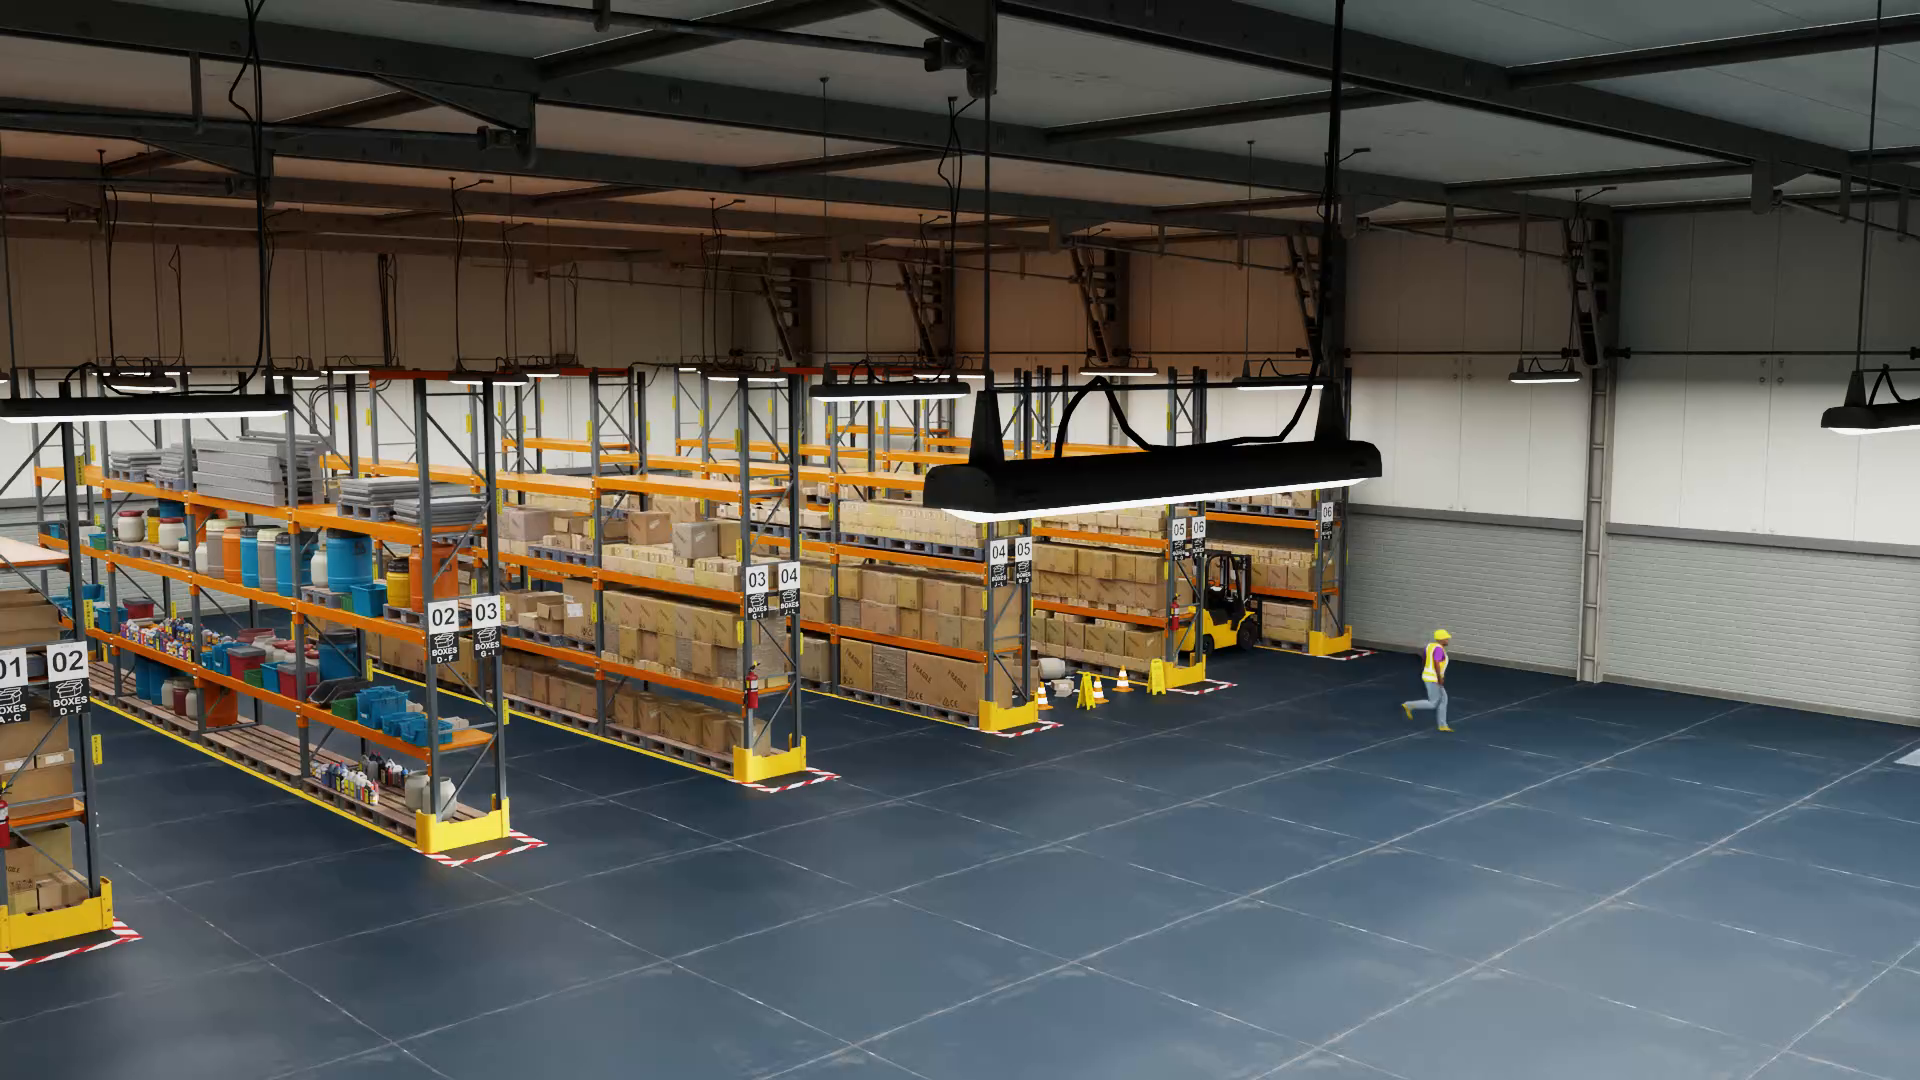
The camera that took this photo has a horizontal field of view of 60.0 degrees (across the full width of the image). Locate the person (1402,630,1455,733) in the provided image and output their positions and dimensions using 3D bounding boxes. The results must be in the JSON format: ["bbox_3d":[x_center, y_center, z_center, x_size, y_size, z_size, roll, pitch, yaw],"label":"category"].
[{"bbox_3d":[7.850,2.365,27.802,0.897,1.745,0.709,0,6,4],"label":"person"}]
